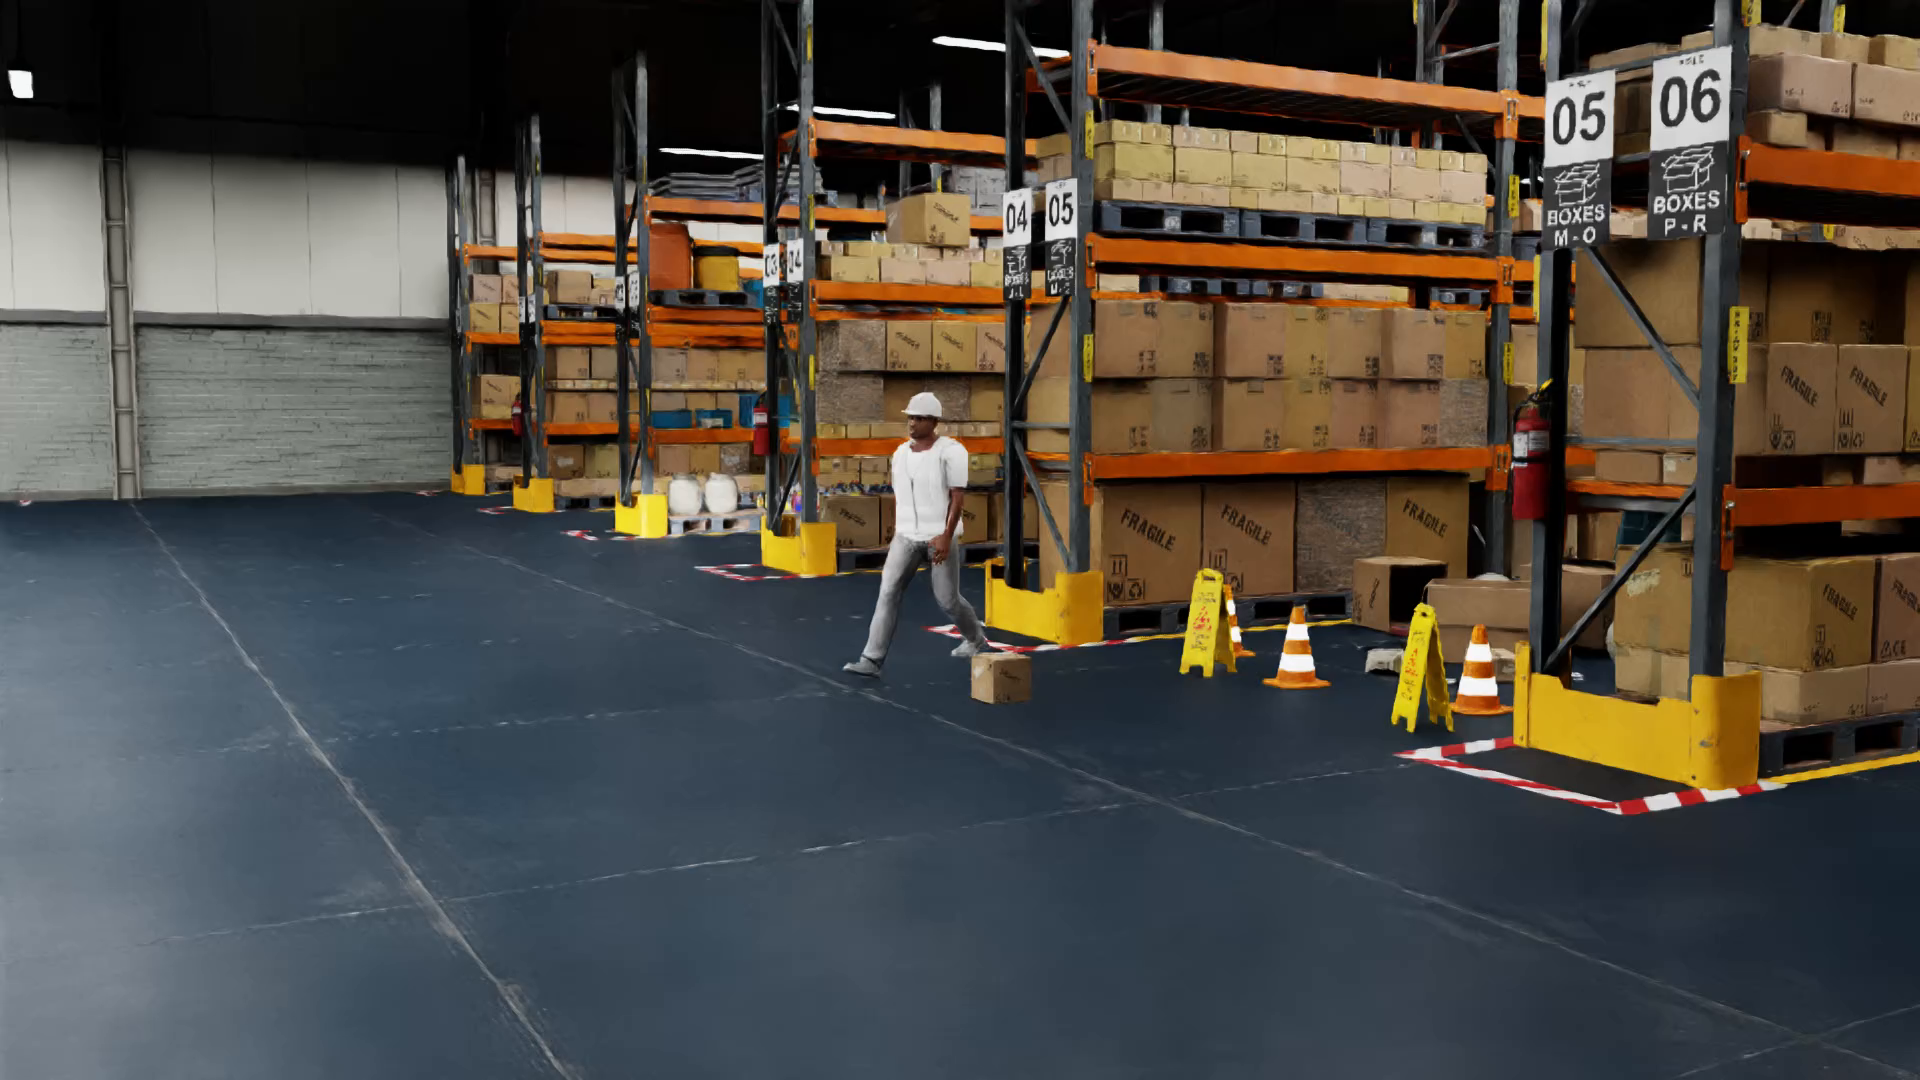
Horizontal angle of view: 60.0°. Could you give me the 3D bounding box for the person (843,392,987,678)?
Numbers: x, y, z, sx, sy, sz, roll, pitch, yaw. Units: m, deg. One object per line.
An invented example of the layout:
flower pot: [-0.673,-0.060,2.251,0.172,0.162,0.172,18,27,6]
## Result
person: [-0.242,-0.032,10.126,0.618,1.731,0.968,2,6,26]
